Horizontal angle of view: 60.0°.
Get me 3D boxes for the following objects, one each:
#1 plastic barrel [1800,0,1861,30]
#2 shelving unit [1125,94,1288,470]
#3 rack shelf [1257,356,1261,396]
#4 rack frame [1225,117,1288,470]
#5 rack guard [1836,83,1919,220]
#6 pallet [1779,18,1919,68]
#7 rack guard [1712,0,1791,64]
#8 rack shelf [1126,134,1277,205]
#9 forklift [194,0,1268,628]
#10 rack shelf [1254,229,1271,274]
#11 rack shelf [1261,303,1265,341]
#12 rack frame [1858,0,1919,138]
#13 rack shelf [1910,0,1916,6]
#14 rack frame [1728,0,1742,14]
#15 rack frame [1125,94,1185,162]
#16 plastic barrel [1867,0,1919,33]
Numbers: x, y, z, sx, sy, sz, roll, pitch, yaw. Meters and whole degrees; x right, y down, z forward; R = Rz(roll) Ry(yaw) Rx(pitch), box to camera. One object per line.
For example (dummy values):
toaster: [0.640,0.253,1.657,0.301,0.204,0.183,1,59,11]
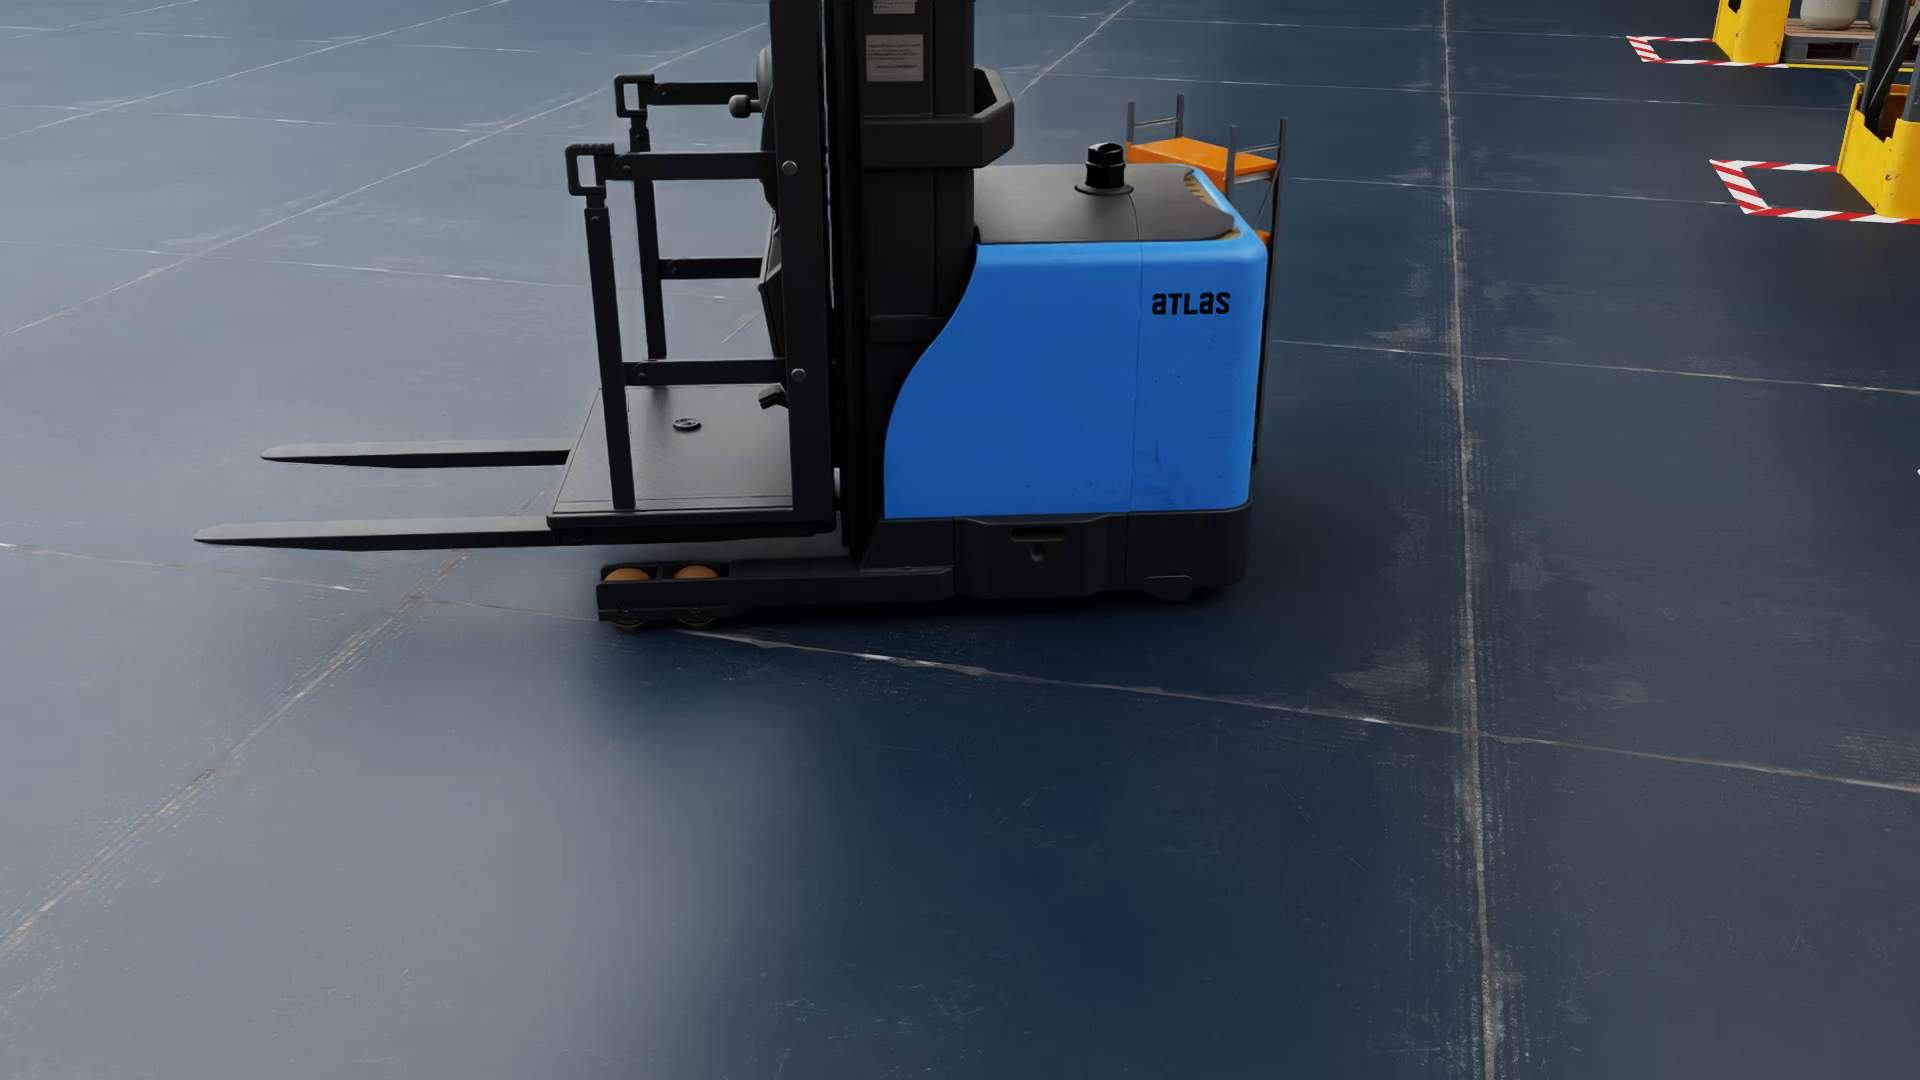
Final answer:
plastic barrel: [7.034,-4.396,13.400,0.421,0.512,0.421,0,25,0]
shelving unit: [0.797,-0.854,5.647,0.258,1.200,0.503,-17,30,-31]
rack shelf: [0.797,-0.614,5.761,0.258,0.148,0.480,-17,30,-31]
rack frame: [0.937,-0.768,5.466,0.240,1.200,0.015,-17,30,-31]
rack guard: [5.217,-2.170,9.226,0.348,0.500,1.175,6,26,13]
pallet: [7.248,-4.032,13.473,1.213,0.211,1.003,6,26,13]
rack guard: [6.463,-4.252,13.598,0.348,0.500,1.175,6,26,13]
rack shelf: [0.797,-1.208,5.478,0.258,0.148,0.480,-17,30,-31]
forklift: [-0.696,-1.309,4.589,3.031,2.935,1.130,-2,26,-3]
rack shelf: [0.797,-0.995,5.580,0.258,0.148,0.480,-17,30,-31]
rack shelf: [0.797,-0.793,5.676,0.258,0.148,0.480,-17,30,-31]
rack frame: [5.144,-3.307,8.706,0.127,3.000,1.000,6,26,13]
rack shelf: [7.081,-2.768,8.411,4.000,0.370,1.077,6,26,13]
rack frame: [6.377,-5.369,13.037,0.127,3.000,1.000,6,26,13]
rack frame: [0.658,-0.940,5.828,0.240,1.200,0.015,-17,30,-31]
plastic barrel: [7.519,-4.343,13.288,0.421,0.512,0.421,0,25,0]
